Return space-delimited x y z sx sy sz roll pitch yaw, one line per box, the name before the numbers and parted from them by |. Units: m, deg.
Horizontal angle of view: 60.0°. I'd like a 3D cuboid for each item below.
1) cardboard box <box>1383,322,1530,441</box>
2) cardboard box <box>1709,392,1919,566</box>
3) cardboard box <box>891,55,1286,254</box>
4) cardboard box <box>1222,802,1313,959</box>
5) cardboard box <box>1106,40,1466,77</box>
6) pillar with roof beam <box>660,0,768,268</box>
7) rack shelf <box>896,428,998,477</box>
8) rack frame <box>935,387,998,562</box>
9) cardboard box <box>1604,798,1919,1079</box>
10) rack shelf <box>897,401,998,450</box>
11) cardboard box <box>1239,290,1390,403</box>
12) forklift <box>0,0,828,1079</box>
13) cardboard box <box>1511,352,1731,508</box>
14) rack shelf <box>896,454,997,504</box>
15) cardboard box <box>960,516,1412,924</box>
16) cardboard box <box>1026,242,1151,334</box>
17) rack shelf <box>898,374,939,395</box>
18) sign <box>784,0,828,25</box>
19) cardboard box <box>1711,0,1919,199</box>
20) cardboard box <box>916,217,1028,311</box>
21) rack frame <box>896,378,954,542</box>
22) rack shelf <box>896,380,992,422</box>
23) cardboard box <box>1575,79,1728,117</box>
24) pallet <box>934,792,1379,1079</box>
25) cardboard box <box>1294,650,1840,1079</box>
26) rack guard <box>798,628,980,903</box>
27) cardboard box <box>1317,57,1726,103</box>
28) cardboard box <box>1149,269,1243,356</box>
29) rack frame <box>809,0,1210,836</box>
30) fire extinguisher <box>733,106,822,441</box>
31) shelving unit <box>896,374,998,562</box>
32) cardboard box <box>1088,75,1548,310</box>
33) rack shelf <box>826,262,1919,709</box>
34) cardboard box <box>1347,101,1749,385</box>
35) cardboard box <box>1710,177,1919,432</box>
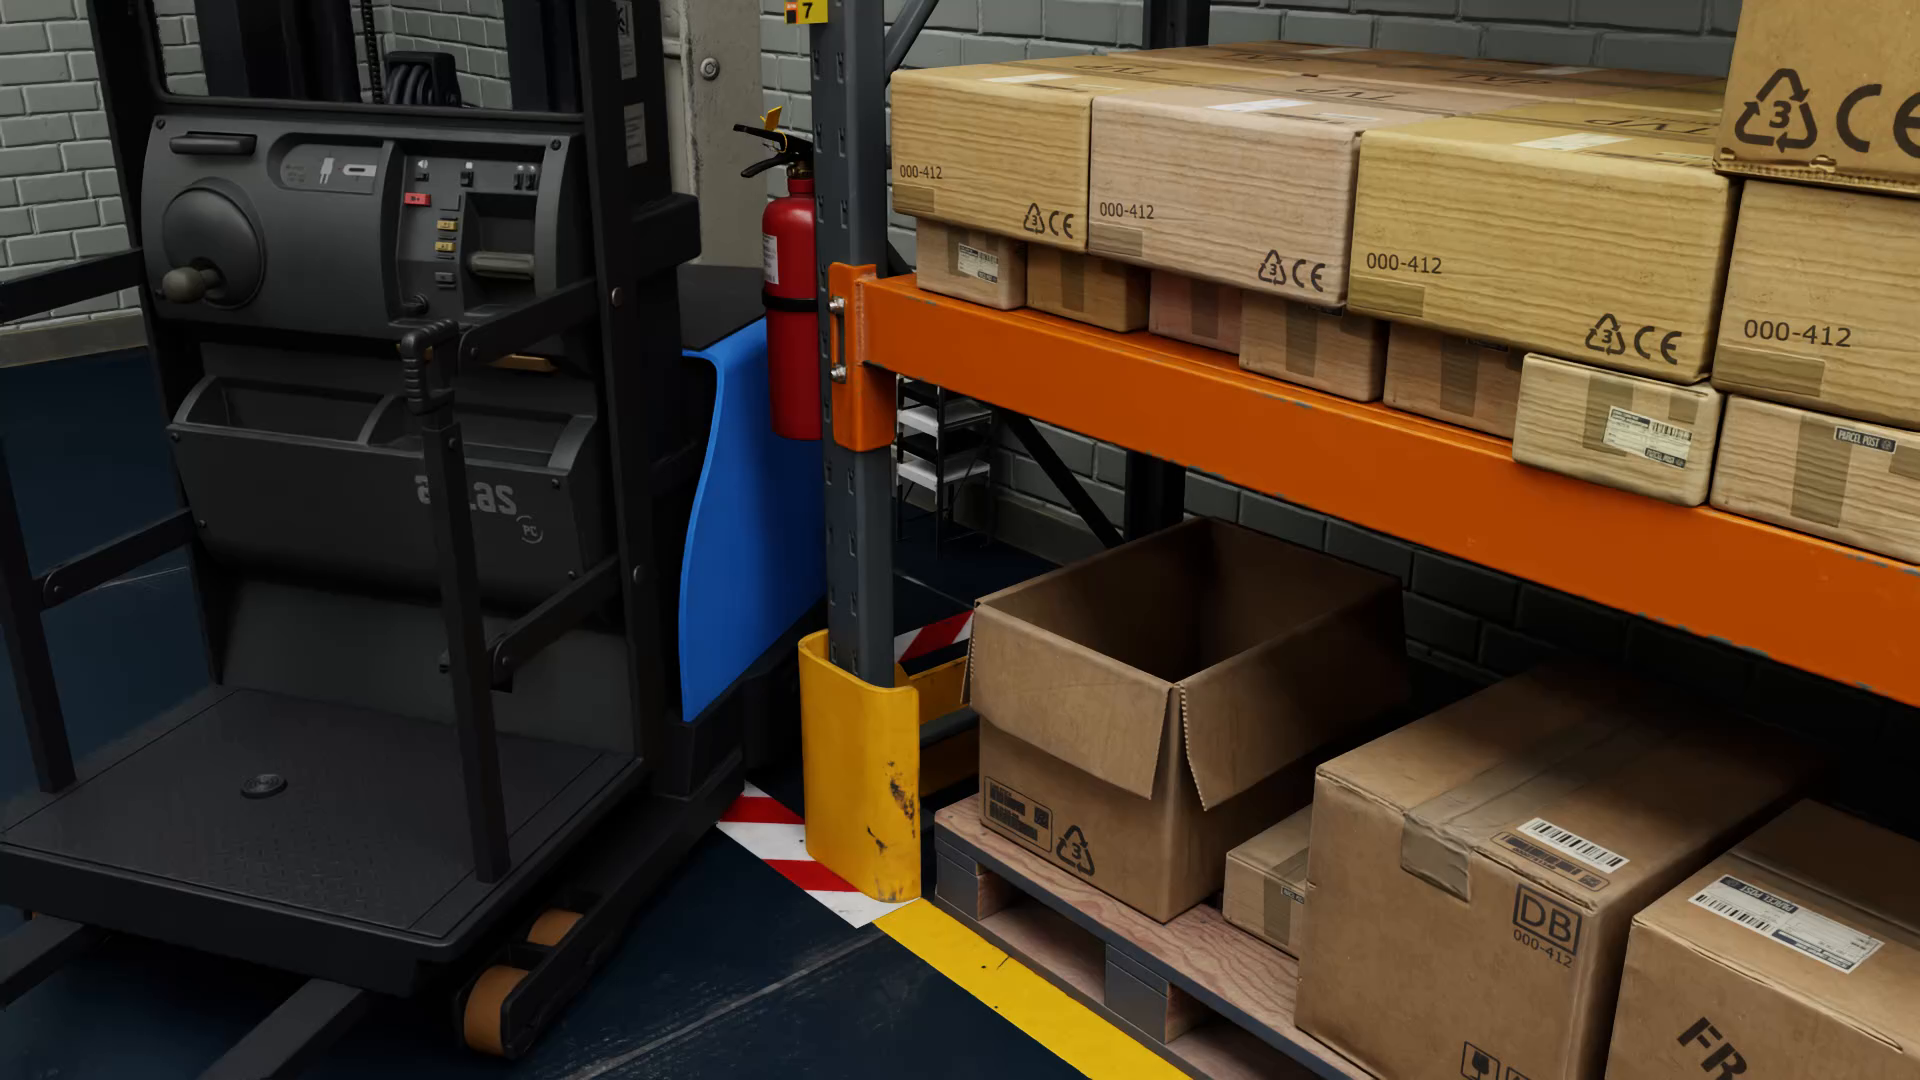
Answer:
cardboard box | 0.835 -0.272 2.410 0.380 0.149 0.250 -17 27 -37
cardboard box | 1.130 -0.116 2.013 0.380 0.149 0.250 -17 27 -36
cardboard box | 0.225 -0.704 2.967 0.500 0.250 0.500 -17 27 -37
cardboard box | 0.708 0.625 3.109 0.380 0.149 0.250 -19 28 -39
cardboard box | 0.634 -0.830 3.288 0.500 0.250 0.500 -16 27 -36
pillar with roof beam | -4.206 -3.553 2.217 9.100 9.000 0.400 -17 27 -37
rack shelf | -0.043 -0.292 5.324 0.258 0.077 0.200 -17 29 -37
rack frame | 0.026 -0.374 5.205 0.240 0.900 0.006 -17 29 -37
cardboard box | 1.258 0.750 2.308 0.500 0.500 0.500 -17 27 -36
rack shelf | -0.041 -0.375 5.289 0.258 0.077 0.200 -17 29 -37
cardboard box | 0.657 -0.344 2.594 0.380 0.149 0.250 -16 27 -36
forklift | -1.216 -0.580 2.946 1.130 2.935 3.031 7 22 17
cardboard box | 0.943 -0.184 2.186 0.380 0.149 0.250 -18 28 -39
rack shelf | -0.045 -0.209 5.359 0.258 0.077 0.200 -17 29 -37
cardboard box | 0.460 0.333 3.367 0.797 0.503 0.637 -19 28 -39
cardboard box | 0.341 -0.493 2.974 0.380 0.149 0.250 -17 27 -36
rack shelf | -0.036 -0.541 5.218 0.258 0.077 0.200 -17 29 -37
sign | -0.278 -1.099 2.990 0.100 0.325 0.005 -17 27 -37
cardboard box | 1.204 -0.639 1.772 0.500 0.500 0.500 -17 27 -36
cardboard box | 0.139 -0.552 3.125 0.380 0.149 0.250 -18 27 -38
rack frame | -0.106 -0.437 5.346 0.240 0.900 0.006 -17 29 -37
rack shelf | -0.038 -0.458 5.254 0.258 0.077 0.200 -17 29 -37
cardboard box | 1.289 -0.549 2.571 0.500 0.250 0.500 -16 27 -36
pallet | 0.703 0.714 3.371 1.003 0.211 1.213 -17 27 -37
cardboard box | 0.989 0.580 2.741 0.700 0.500 0.500 -16 27 -35
rack guard | 0.182 0.360 3.880 1.175 0.500 0.348 -17 27 -37
cardboard box | 0.970 -0.687 2.923 0.500 0.250 0.500 -17 27 -37
cardboard box | 0.538 -0.428 2.809 0.380 0.149 0.250 -18 28 -38
rack frame | 0.133 -0.825 3.478 1.000 3.000 0.127 -17 27 -37
fire extinguisher | -0.313 -0.546 3.383 0.296 0.674 0.183 -17 27 -37
shelving unit | -0.040 -0.406 5.276 0.258 0.900 0.210 -17 29 -37
cardboard box | 0.554 -0.565 2.612 0.500 0.250 0.500 -17 27 -37
rack shelf | 1.438 0.062 2.198 1.077 0.370 4.000 -17 27 -37
cardboard box | 0.887 -0.426 2.256 0.500 0.250 0.500 -18 28 -38
cardboard box | 1.237 -0.290 1.908 0.500 0.250 0.500 -18 28 -39
